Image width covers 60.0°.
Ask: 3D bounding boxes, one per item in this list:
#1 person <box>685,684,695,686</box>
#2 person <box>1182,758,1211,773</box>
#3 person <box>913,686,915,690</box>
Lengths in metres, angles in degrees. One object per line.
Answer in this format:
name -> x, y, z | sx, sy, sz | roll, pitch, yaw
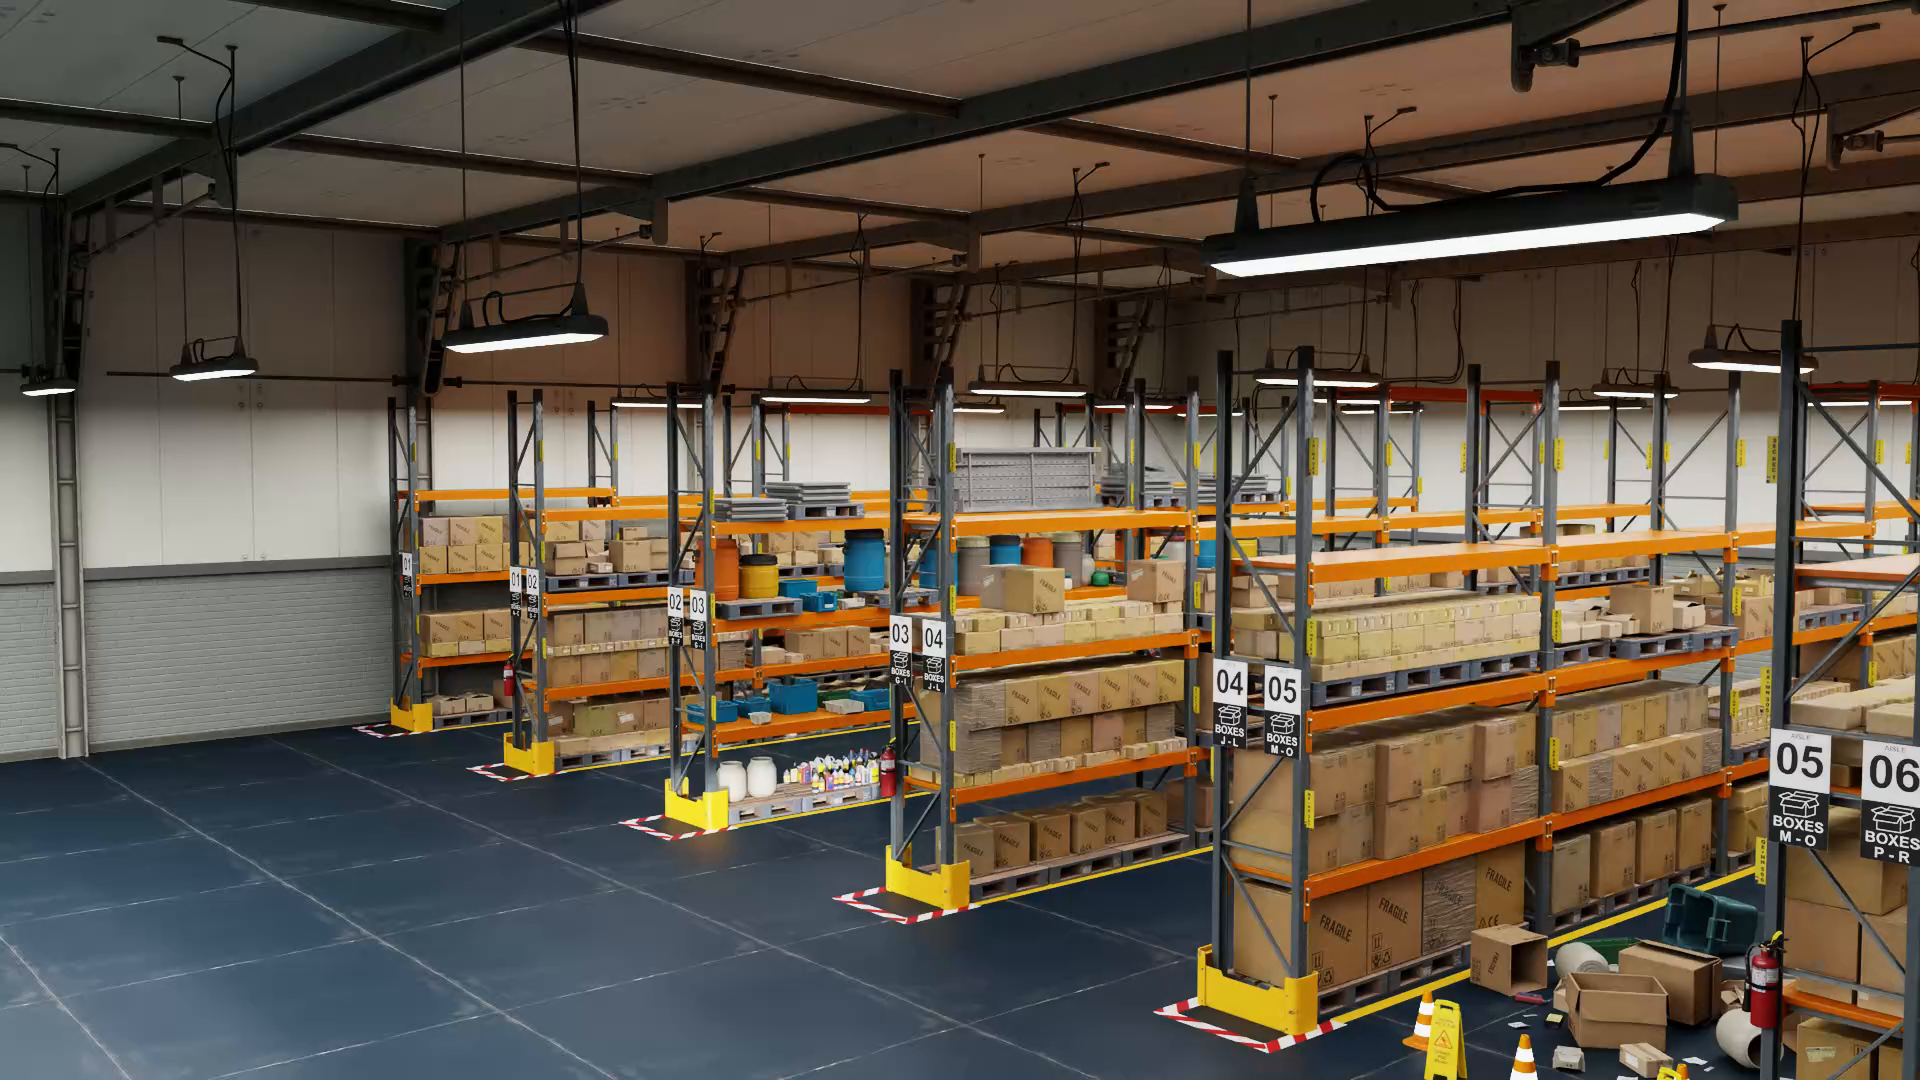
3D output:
person -> -4.985, 2.478, 30.822 | 0.685, 1.790, 0.833 | 3, 4, 41
person -> 3.568, 2.881, 24.748 | 0.661, 1.752, 0.825 | 3, 4, 38
person -> -0.482, 2.736, 27.613 | 0.761, 1.711, 0.594 | -3, 4, -39
